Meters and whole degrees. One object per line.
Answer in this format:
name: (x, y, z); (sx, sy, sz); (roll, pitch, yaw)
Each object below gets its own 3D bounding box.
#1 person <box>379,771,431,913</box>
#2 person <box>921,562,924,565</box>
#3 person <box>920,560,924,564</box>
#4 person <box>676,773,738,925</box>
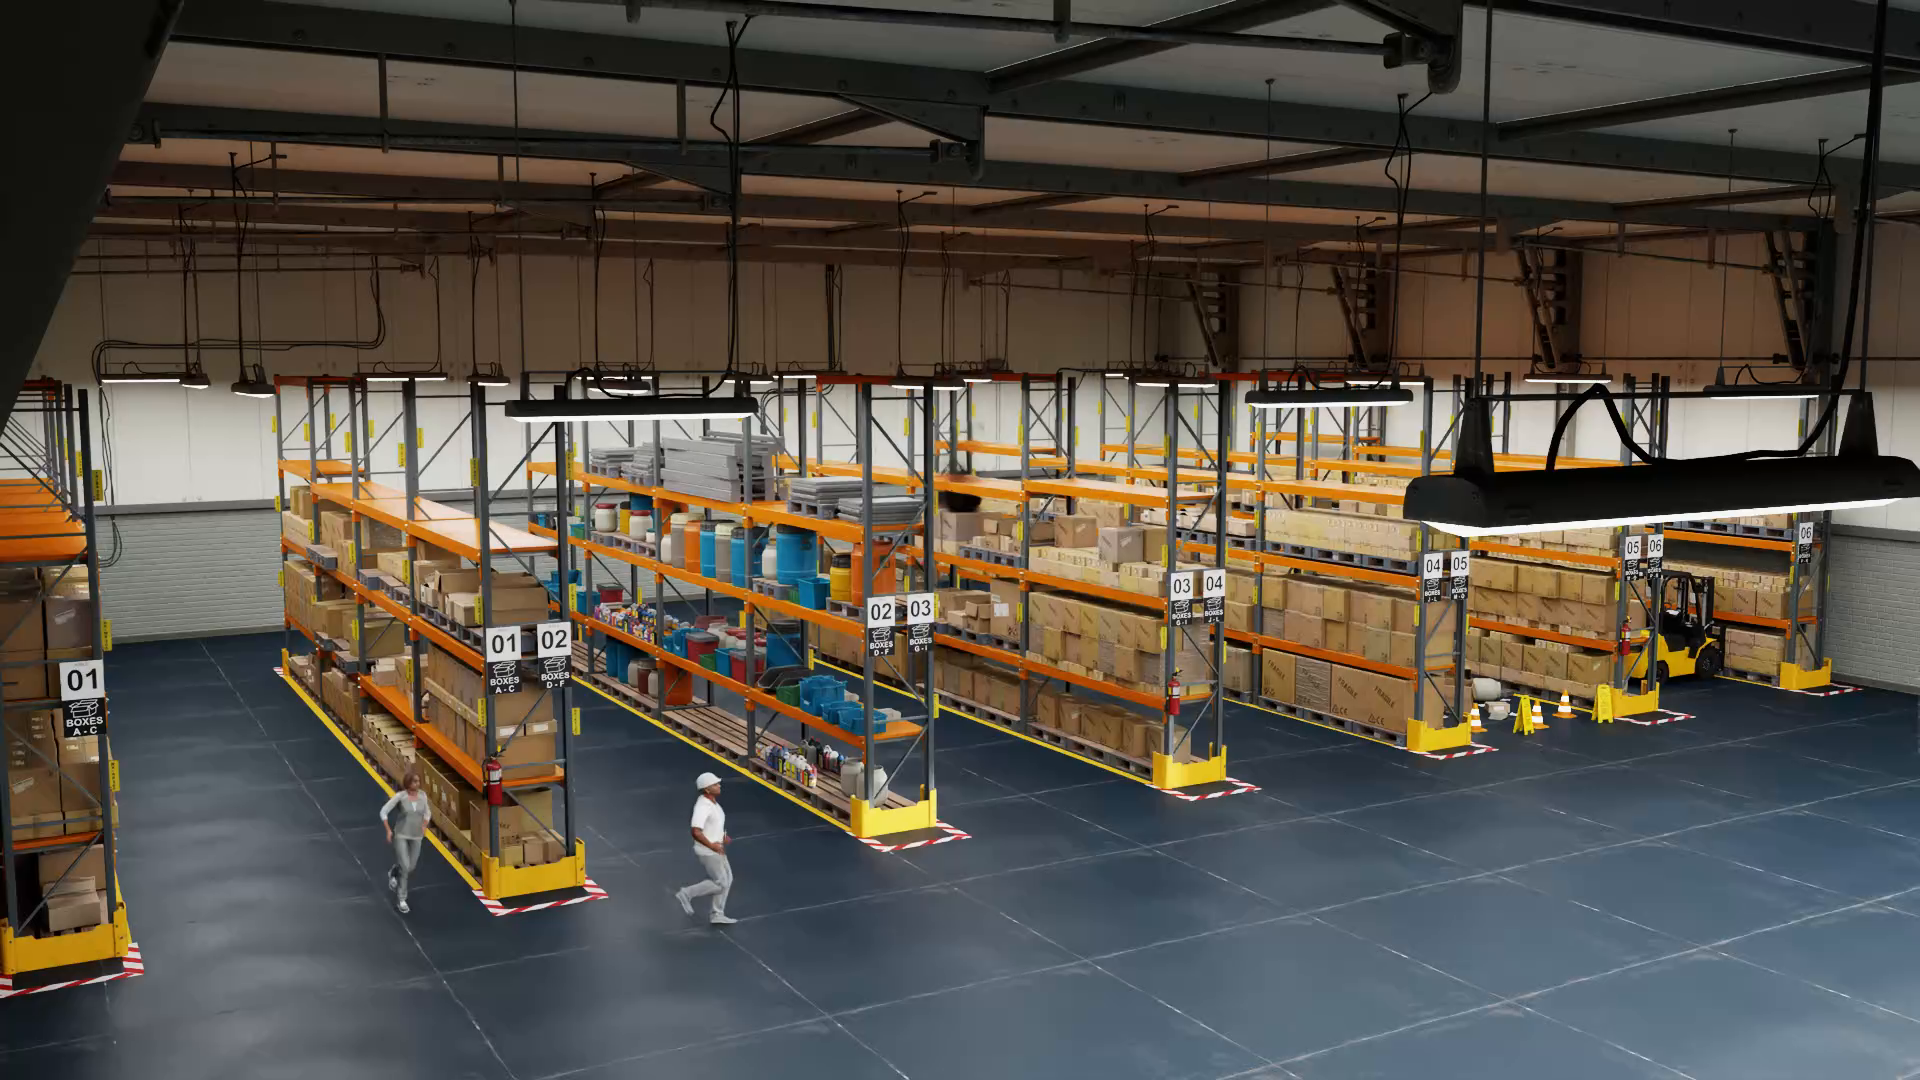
person: (-6.432, 3.460, 19.342); (0.578, 1.563, 0.722); (-5, 8, -39)
person: (-0.956, 1.286, 38.738); (0.689, 1.658, 0.977); (-2, 7, -21)
person: (-0.859, 0.864, 42.159); (0.939, 1.699, 0.860); (0, 6, 0)
person: (-2.837, 3.456, 18.583); (0.674, 1.735, 0.696); (0, 6, -2)
